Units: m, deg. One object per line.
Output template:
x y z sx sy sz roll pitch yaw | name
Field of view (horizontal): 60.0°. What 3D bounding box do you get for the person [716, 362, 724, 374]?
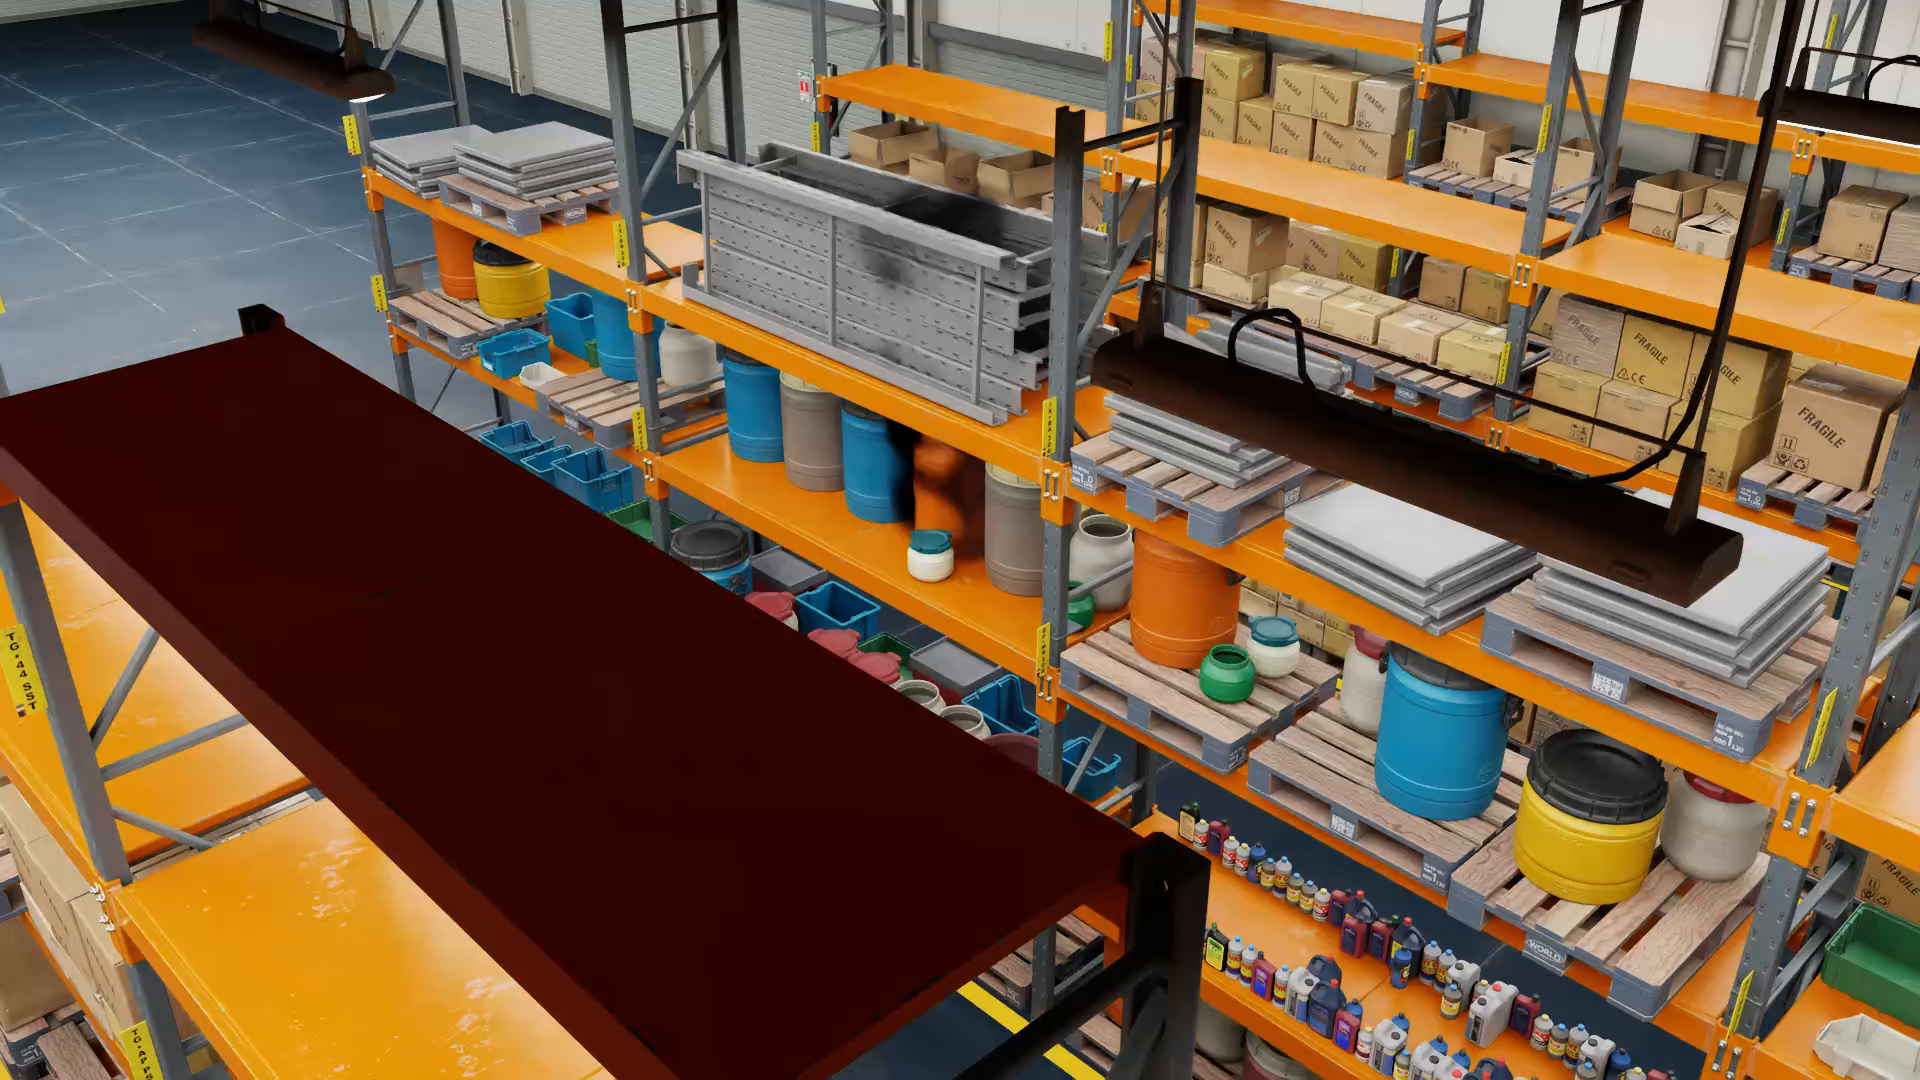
-3.034 -2.314 19.727 0.553 1.395 0.551 -6 29 -11 | person
